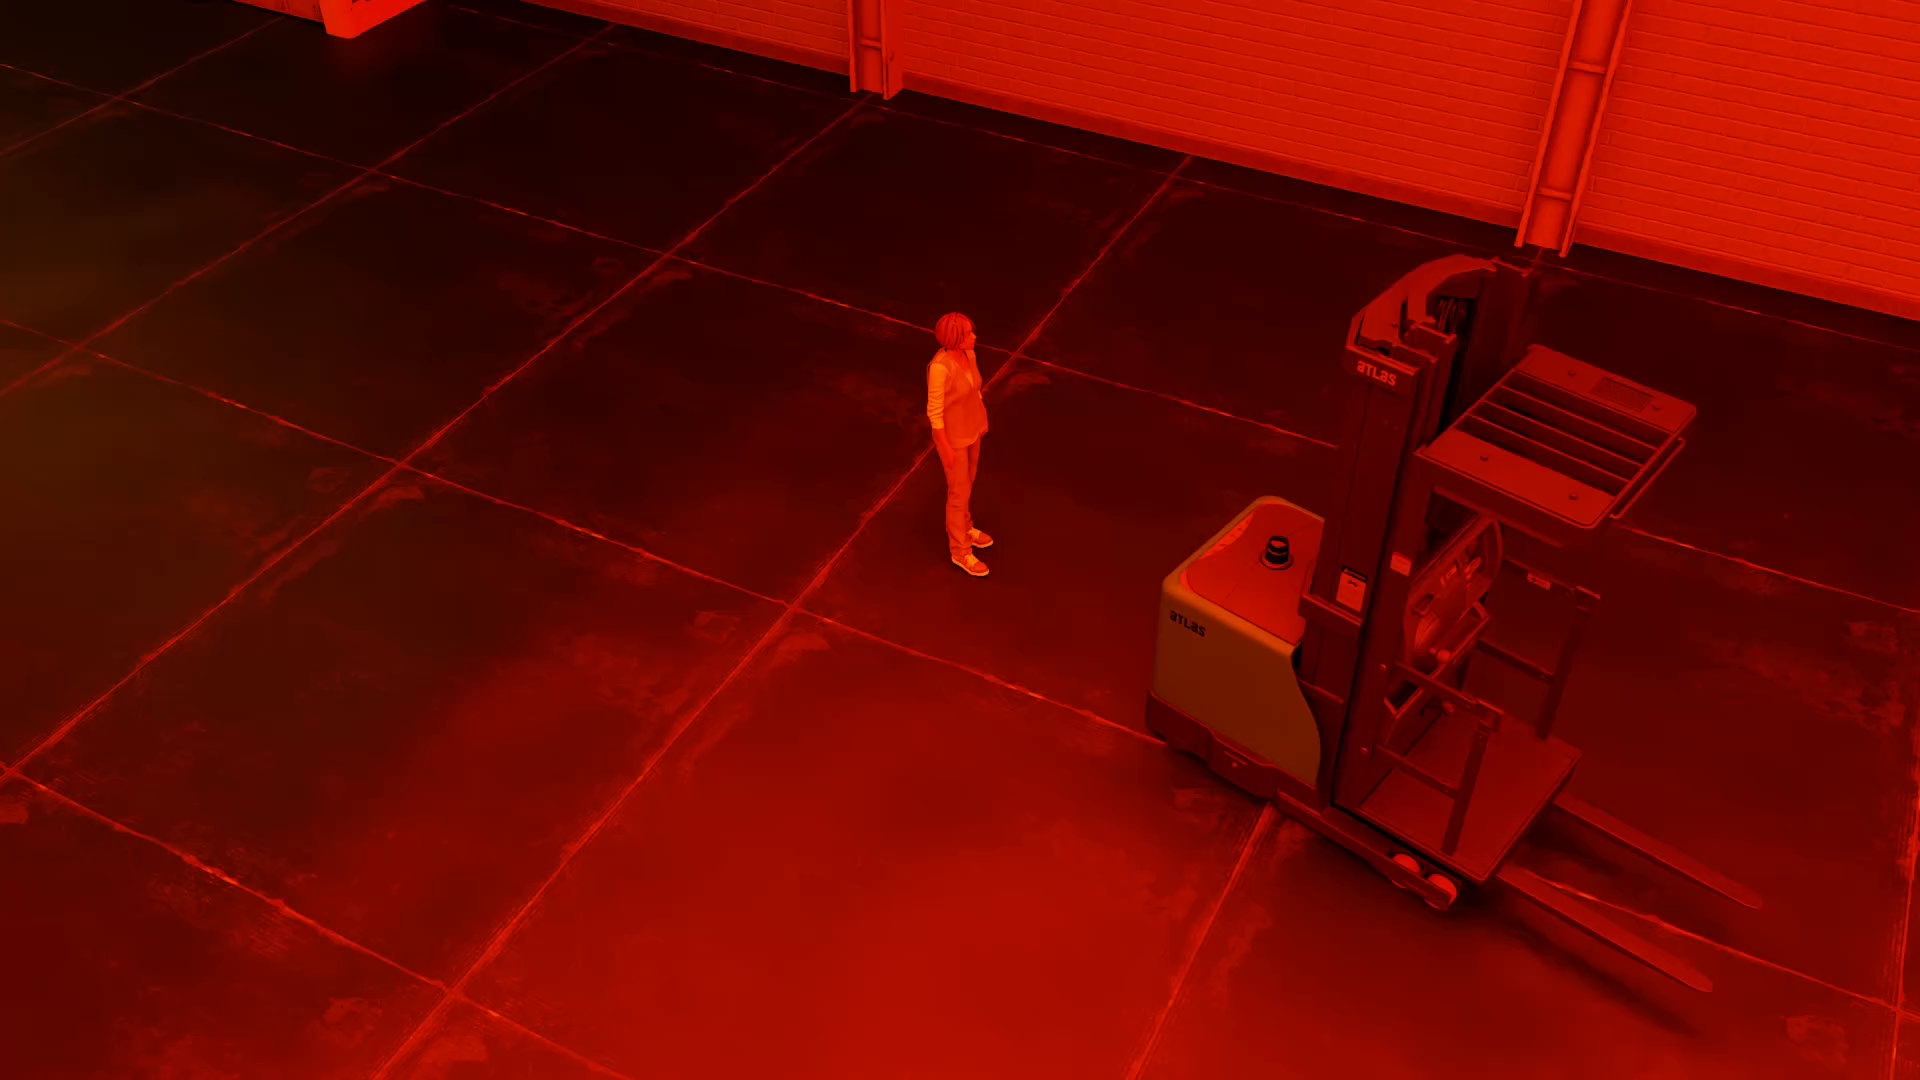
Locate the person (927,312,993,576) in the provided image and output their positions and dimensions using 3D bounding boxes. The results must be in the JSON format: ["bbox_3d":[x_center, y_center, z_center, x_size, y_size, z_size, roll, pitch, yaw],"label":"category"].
[{"bbox_3d":[0.060,-0.586,9.707,0.473,1.599,0.521,18,43,21],"label":"person"}]

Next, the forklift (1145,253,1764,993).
[{"bbox_3d":[2.448,0.292,7.640,3.031,2.935,1.130,29,48,30],"label":"forklift"}]
